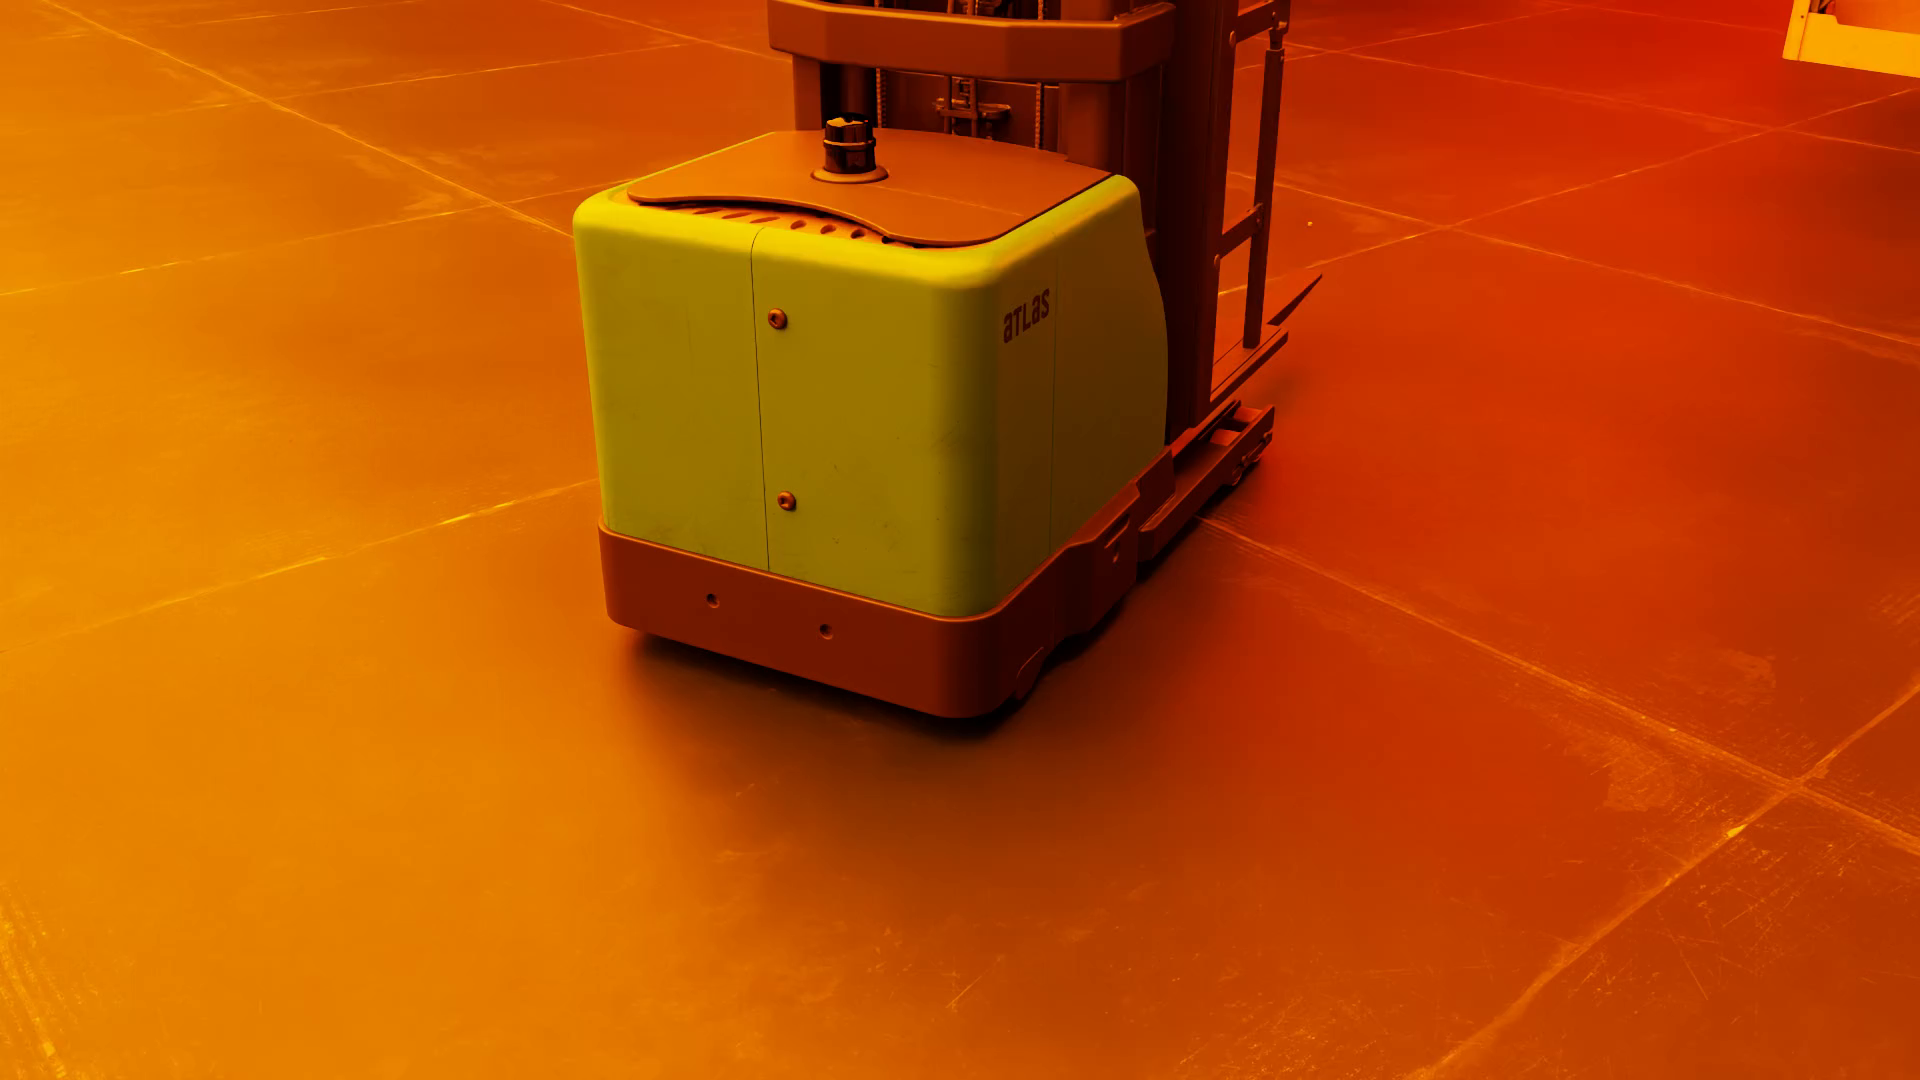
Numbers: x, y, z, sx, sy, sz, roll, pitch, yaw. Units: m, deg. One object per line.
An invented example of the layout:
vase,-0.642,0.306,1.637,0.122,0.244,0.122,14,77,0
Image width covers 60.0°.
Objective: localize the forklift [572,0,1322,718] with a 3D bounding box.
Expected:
forklift,0.285,-1.552,4.331,1.130,2.935,3.031,13,29,25
